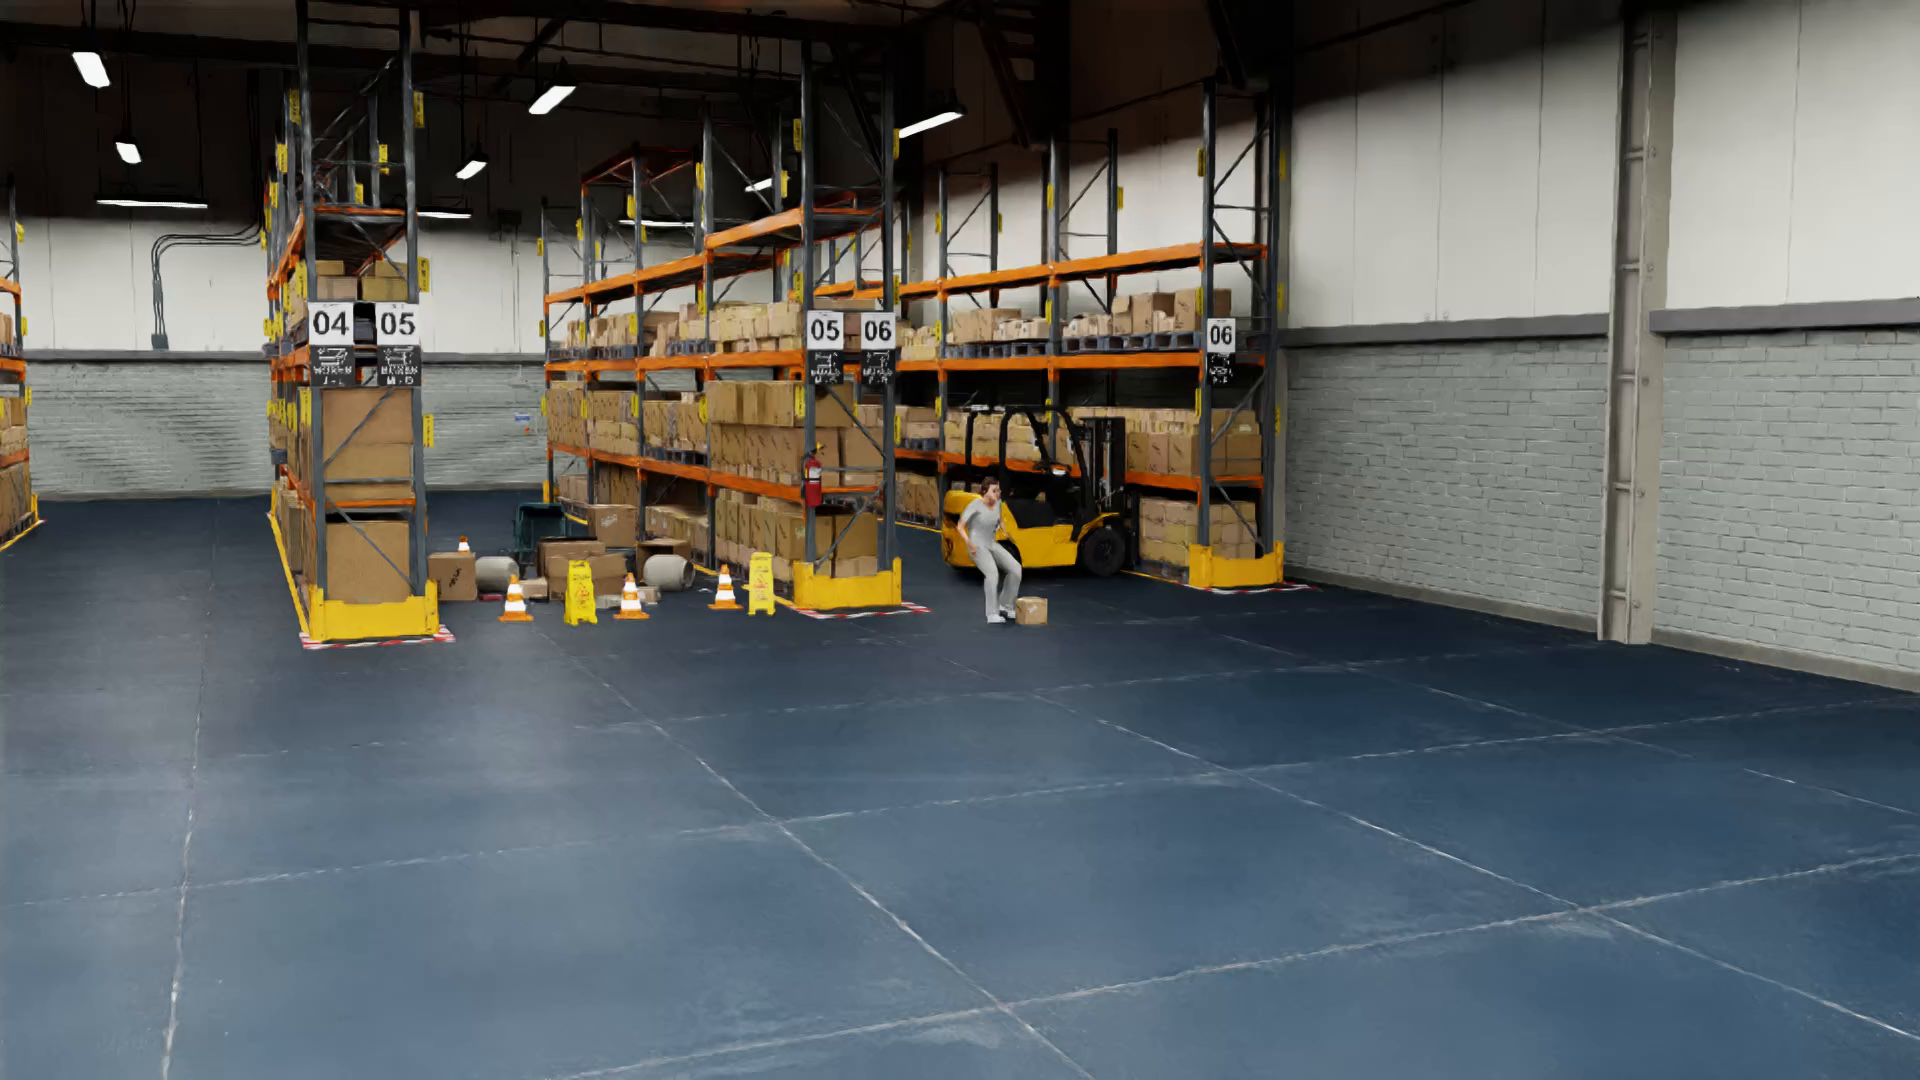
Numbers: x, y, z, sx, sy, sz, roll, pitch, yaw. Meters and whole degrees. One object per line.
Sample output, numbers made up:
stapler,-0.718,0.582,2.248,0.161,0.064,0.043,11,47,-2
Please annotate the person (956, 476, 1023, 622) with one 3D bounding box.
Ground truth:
person,0.361,0.082,17.044,0.667,1.485,0.730,-4,7,-38
